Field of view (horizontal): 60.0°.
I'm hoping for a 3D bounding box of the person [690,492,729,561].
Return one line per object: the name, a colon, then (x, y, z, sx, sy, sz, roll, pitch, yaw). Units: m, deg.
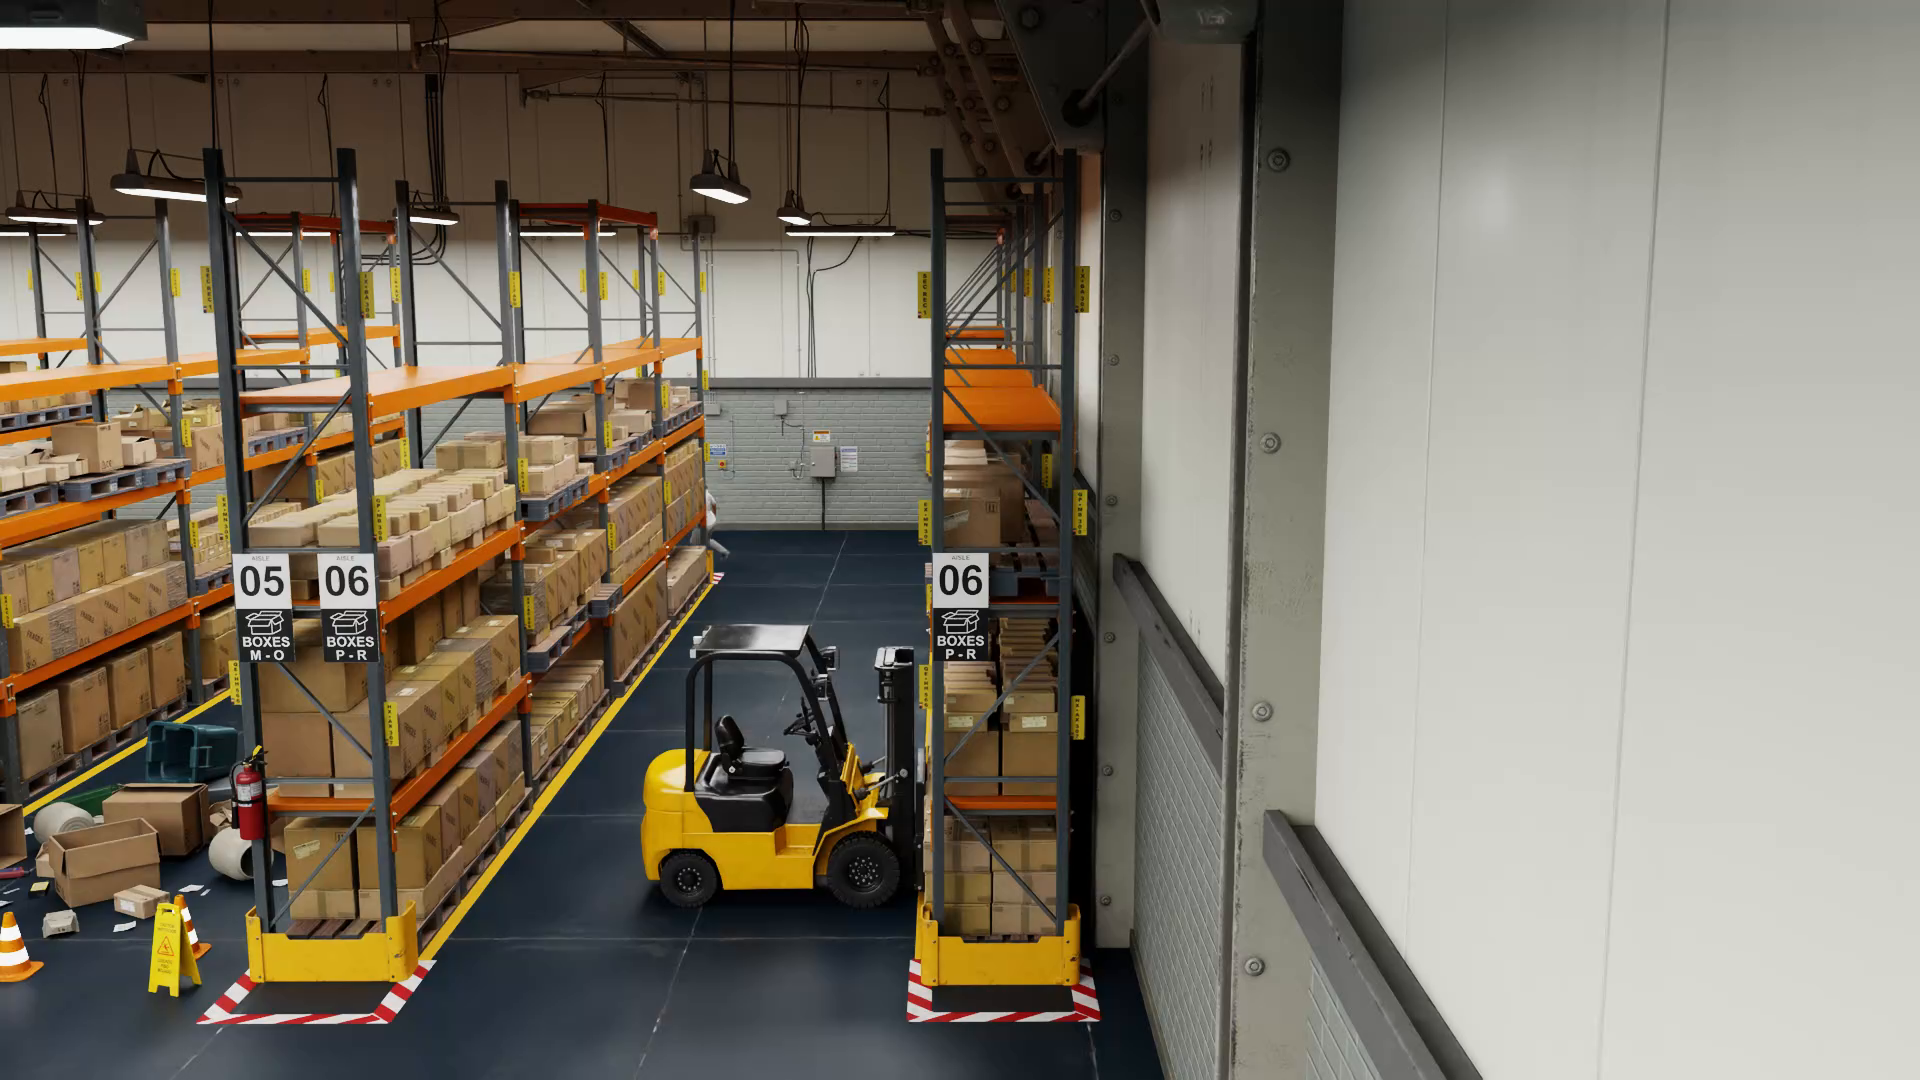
person: (-4.511, -0.293, 29.283, 0.703, 1.600, 0.887, 2, 9, 13)
